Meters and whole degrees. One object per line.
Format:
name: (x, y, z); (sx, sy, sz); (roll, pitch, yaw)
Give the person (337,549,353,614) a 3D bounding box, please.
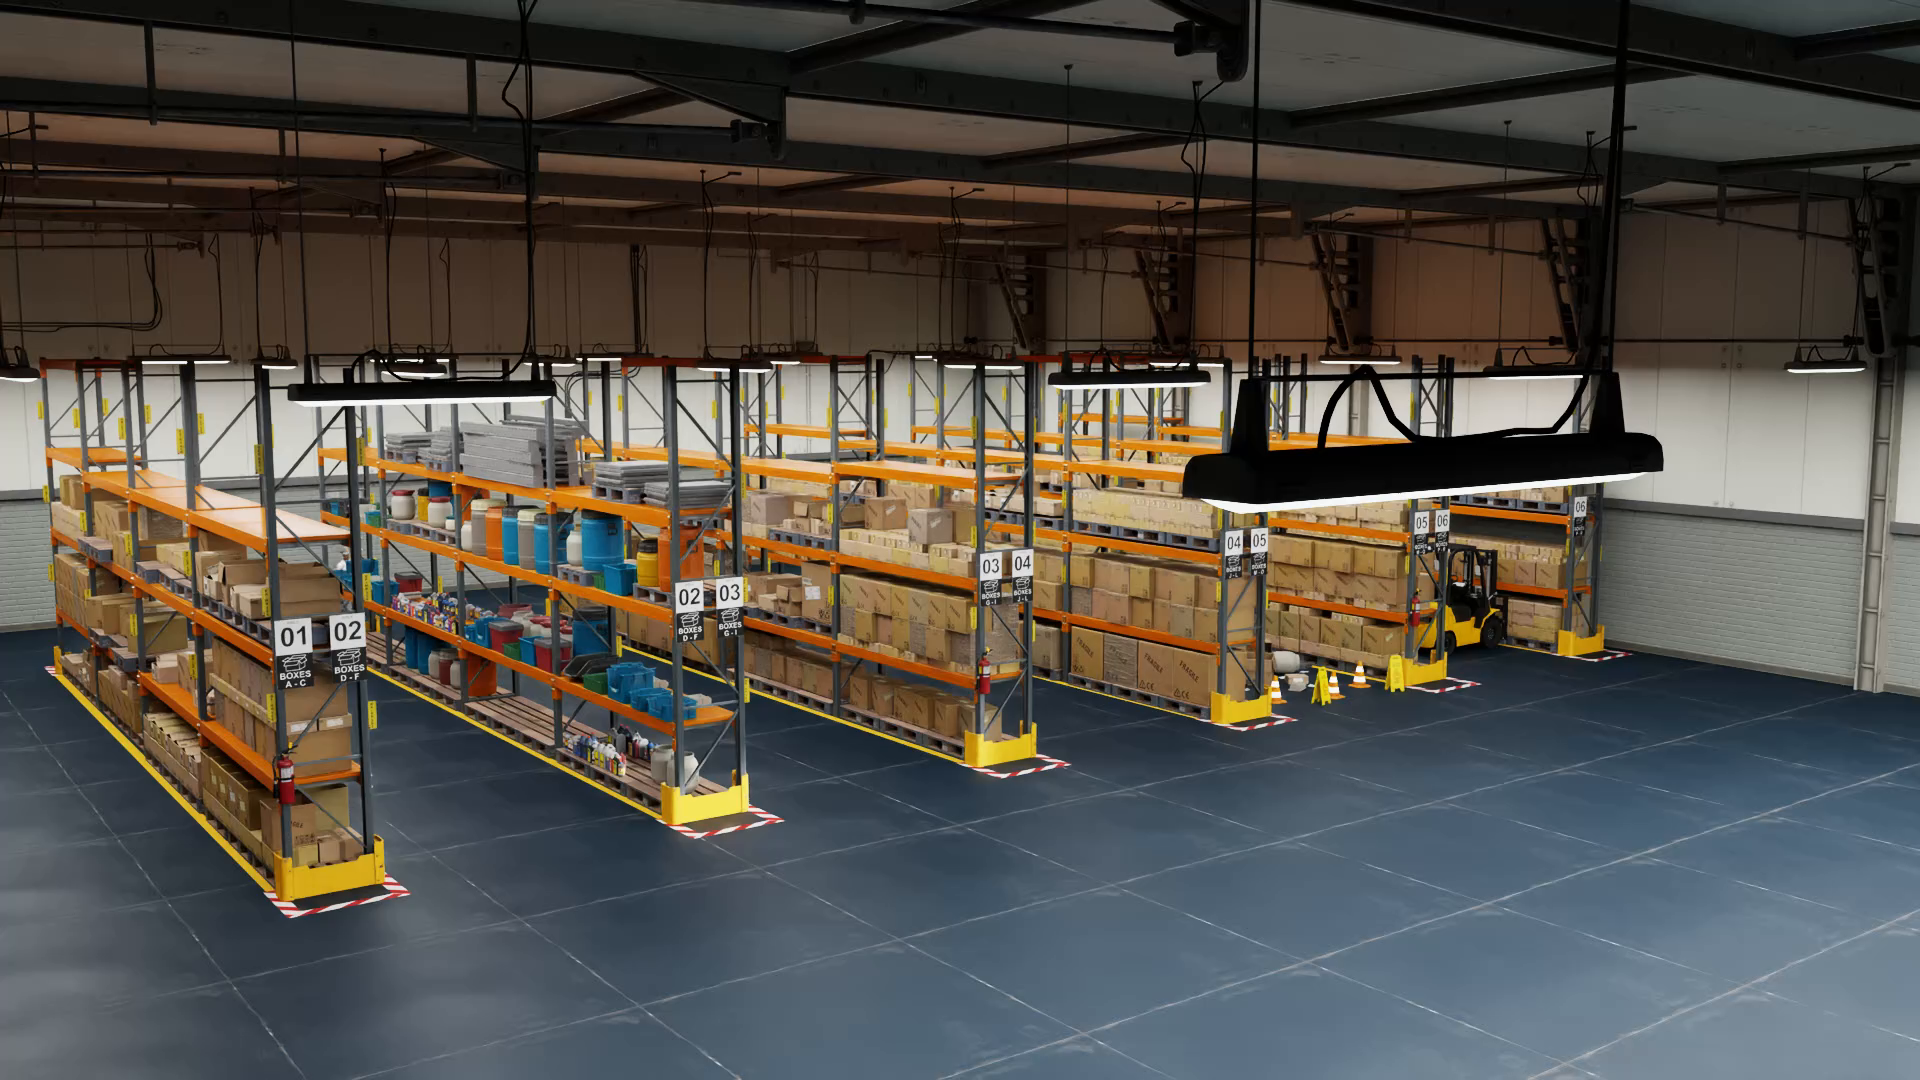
person: (-13.799, 1.000, 37.469); (0.997, 1.636, 0.462); (5, 9, 38)
